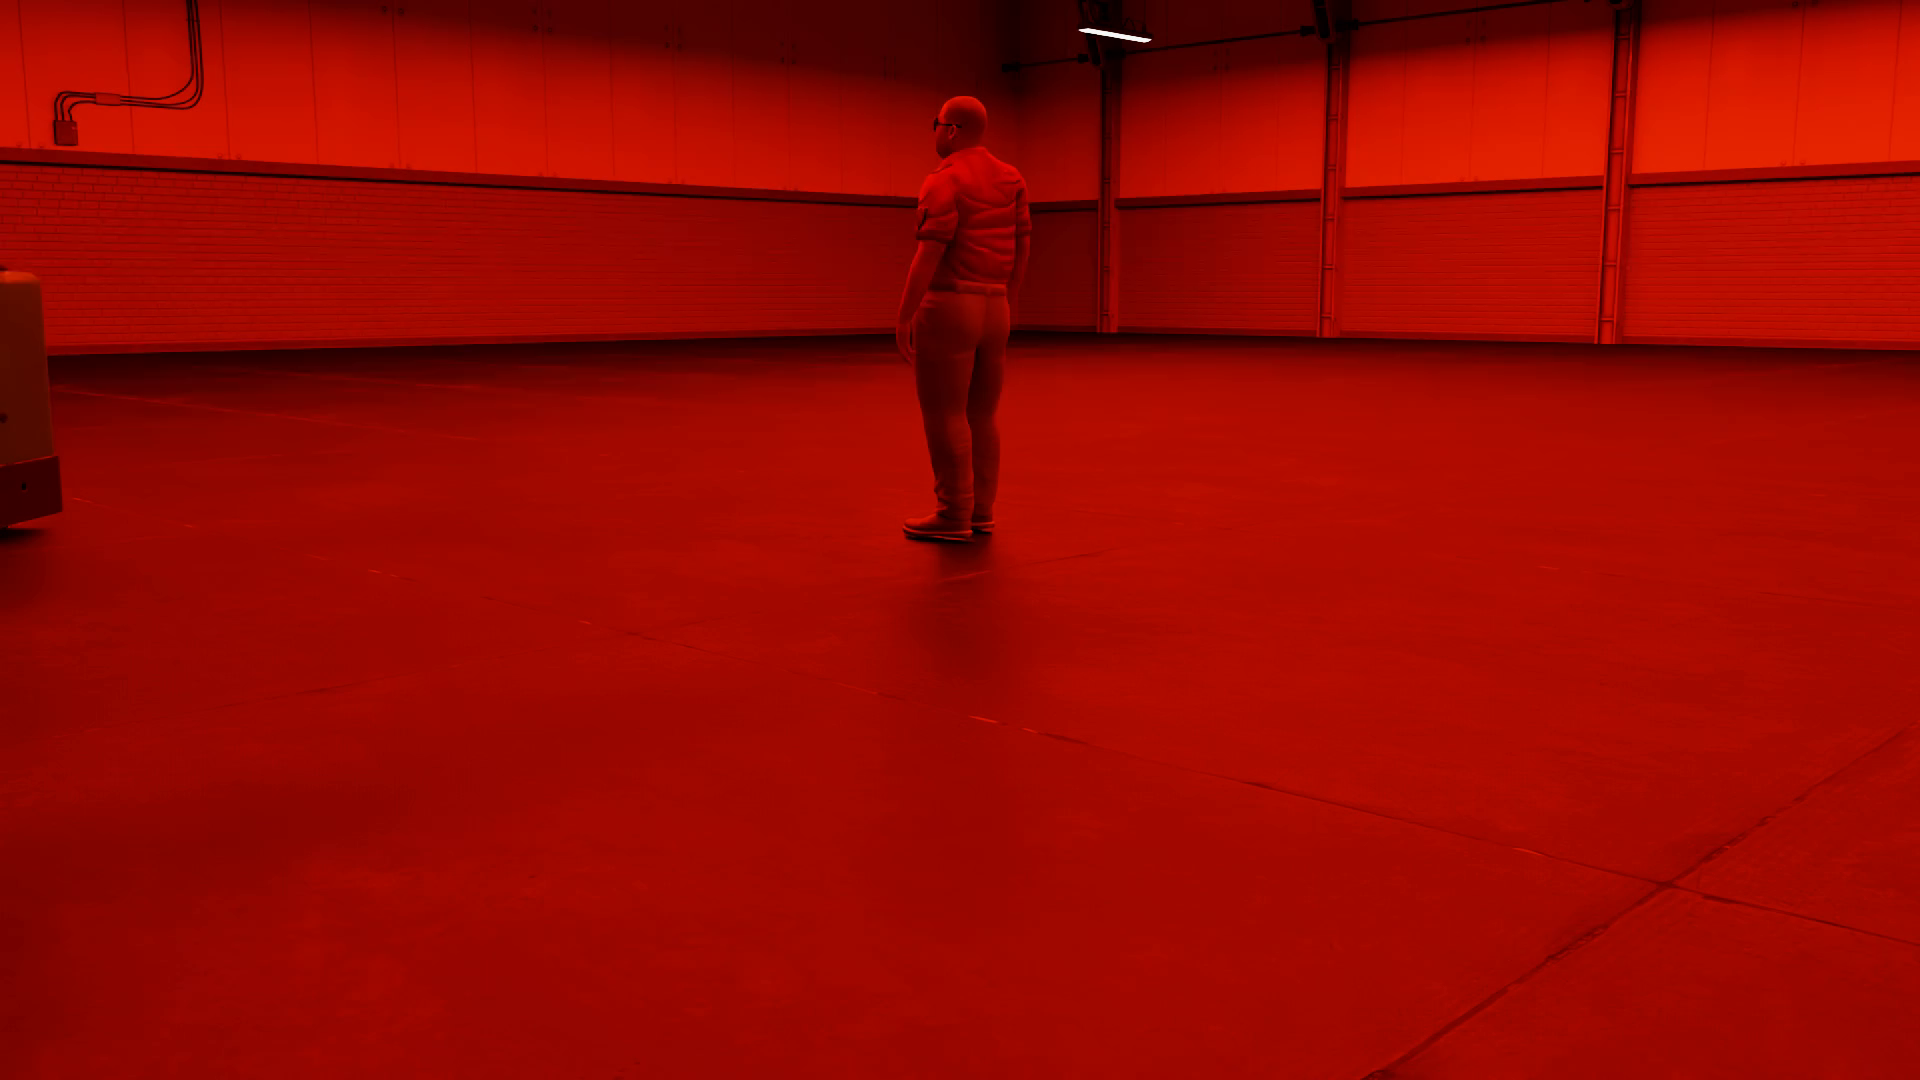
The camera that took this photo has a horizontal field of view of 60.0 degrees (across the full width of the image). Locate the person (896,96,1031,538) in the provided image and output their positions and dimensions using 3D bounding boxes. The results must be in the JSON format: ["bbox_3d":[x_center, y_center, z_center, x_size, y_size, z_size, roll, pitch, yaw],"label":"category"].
[{"bbox_3d":[-0.056,-0.872,6.658,0.551,1.727,0.640,8,12,43],"label":"person"}]

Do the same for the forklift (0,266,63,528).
[{"bbox_3d":[-5.297,-1.428,6.354,3.031,2.935,1.130,0,9,-1],"label":"forklift"}]
